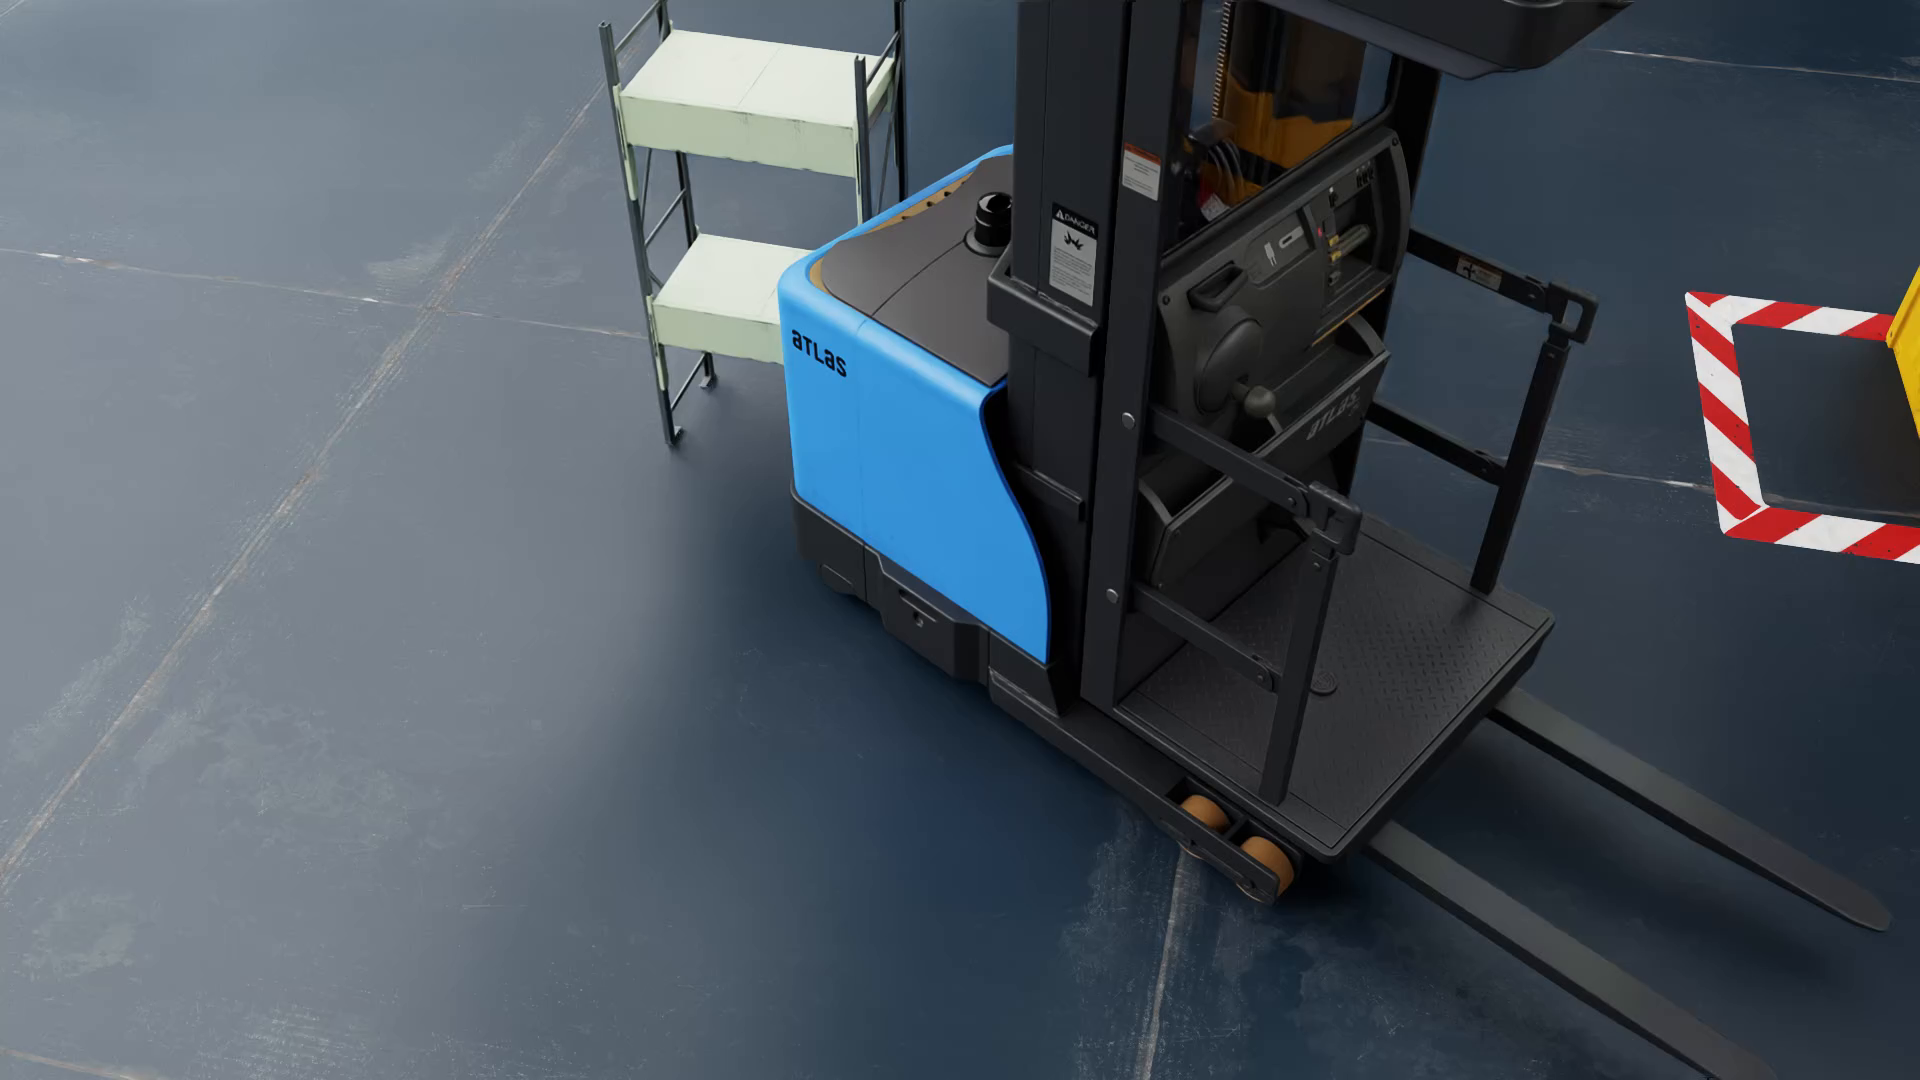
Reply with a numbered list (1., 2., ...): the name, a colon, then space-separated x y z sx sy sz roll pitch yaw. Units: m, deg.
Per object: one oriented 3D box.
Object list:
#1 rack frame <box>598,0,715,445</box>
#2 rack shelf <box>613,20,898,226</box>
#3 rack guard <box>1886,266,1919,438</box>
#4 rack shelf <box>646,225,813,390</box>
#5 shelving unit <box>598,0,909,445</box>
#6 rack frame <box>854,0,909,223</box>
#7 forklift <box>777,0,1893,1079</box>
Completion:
1. rack frame: -0.927 -0.996 5.203 0.023 1.500 0.400 11 45 11
2. rack shelf: -0.573 -1.211 4.864 0.720 0.370 0.431 11 45 11
3. rack guard: 3.400 -0.531 5.441 0.348 0.500 1.175 9 45 9
4. rack shelf: -0.573 -0.695 5.361 0.720 0.370 0.431 11 45 11
5. shelving unit: -0.573 -0.930 5.135 0.755 1.500 0.431 11 45 11
6. rack frame: -0.220 -0.864 5.066 0.023 1.500 0.400 11 45 11
7. forklift: 0.909 -0.541 3.699 3.031 2.935 1.130 33 53 30
